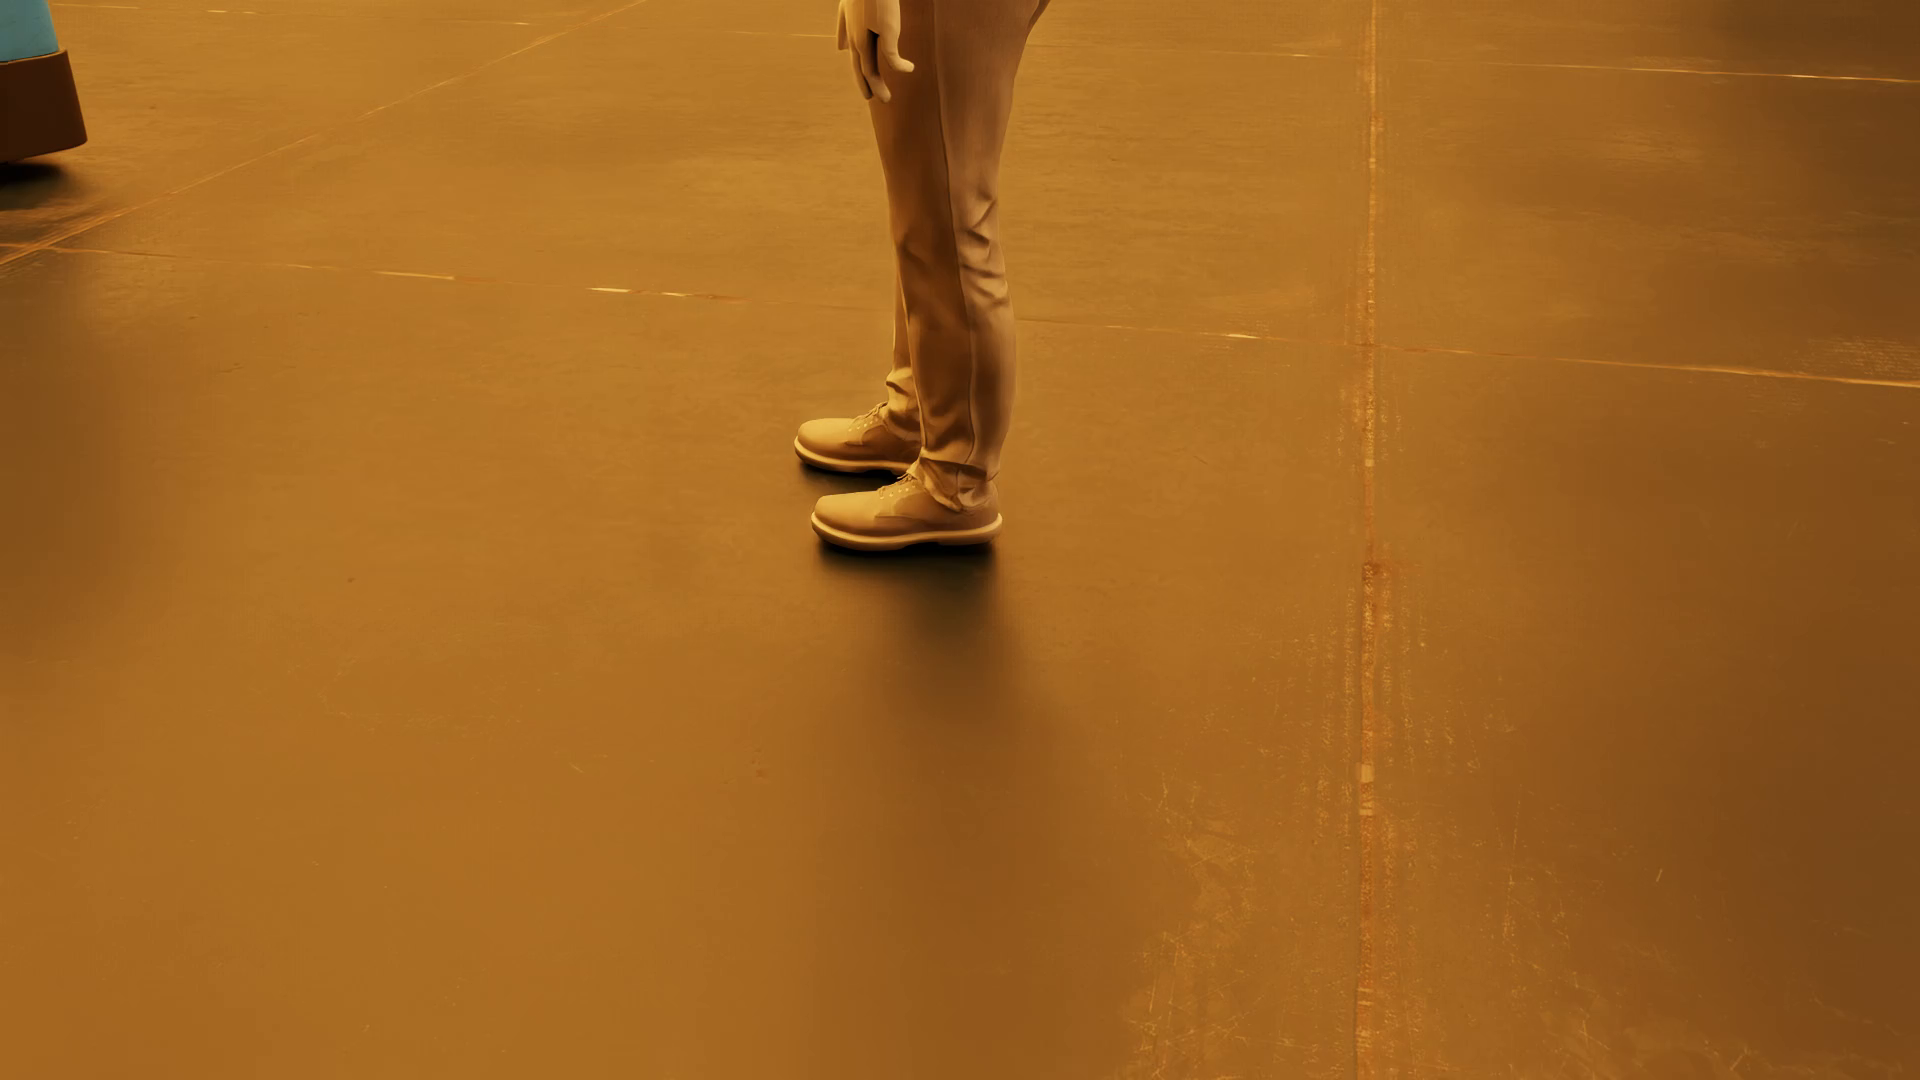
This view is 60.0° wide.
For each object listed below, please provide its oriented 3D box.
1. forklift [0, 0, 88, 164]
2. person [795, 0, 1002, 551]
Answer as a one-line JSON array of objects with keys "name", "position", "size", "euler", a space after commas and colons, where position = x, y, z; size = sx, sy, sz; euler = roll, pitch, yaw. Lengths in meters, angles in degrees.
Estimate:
[{"name": "forklift", "position": [-3.842, -2.493, 4.187], "size": [3.031, 2.935, 1.130], "euler": [17, 31, 30]}, {"name": "person", "position": [-0.066, -0.773, 2.135], "size": [0.530, 1.694, 0.586], "euler": [6, 27, 11]}]
